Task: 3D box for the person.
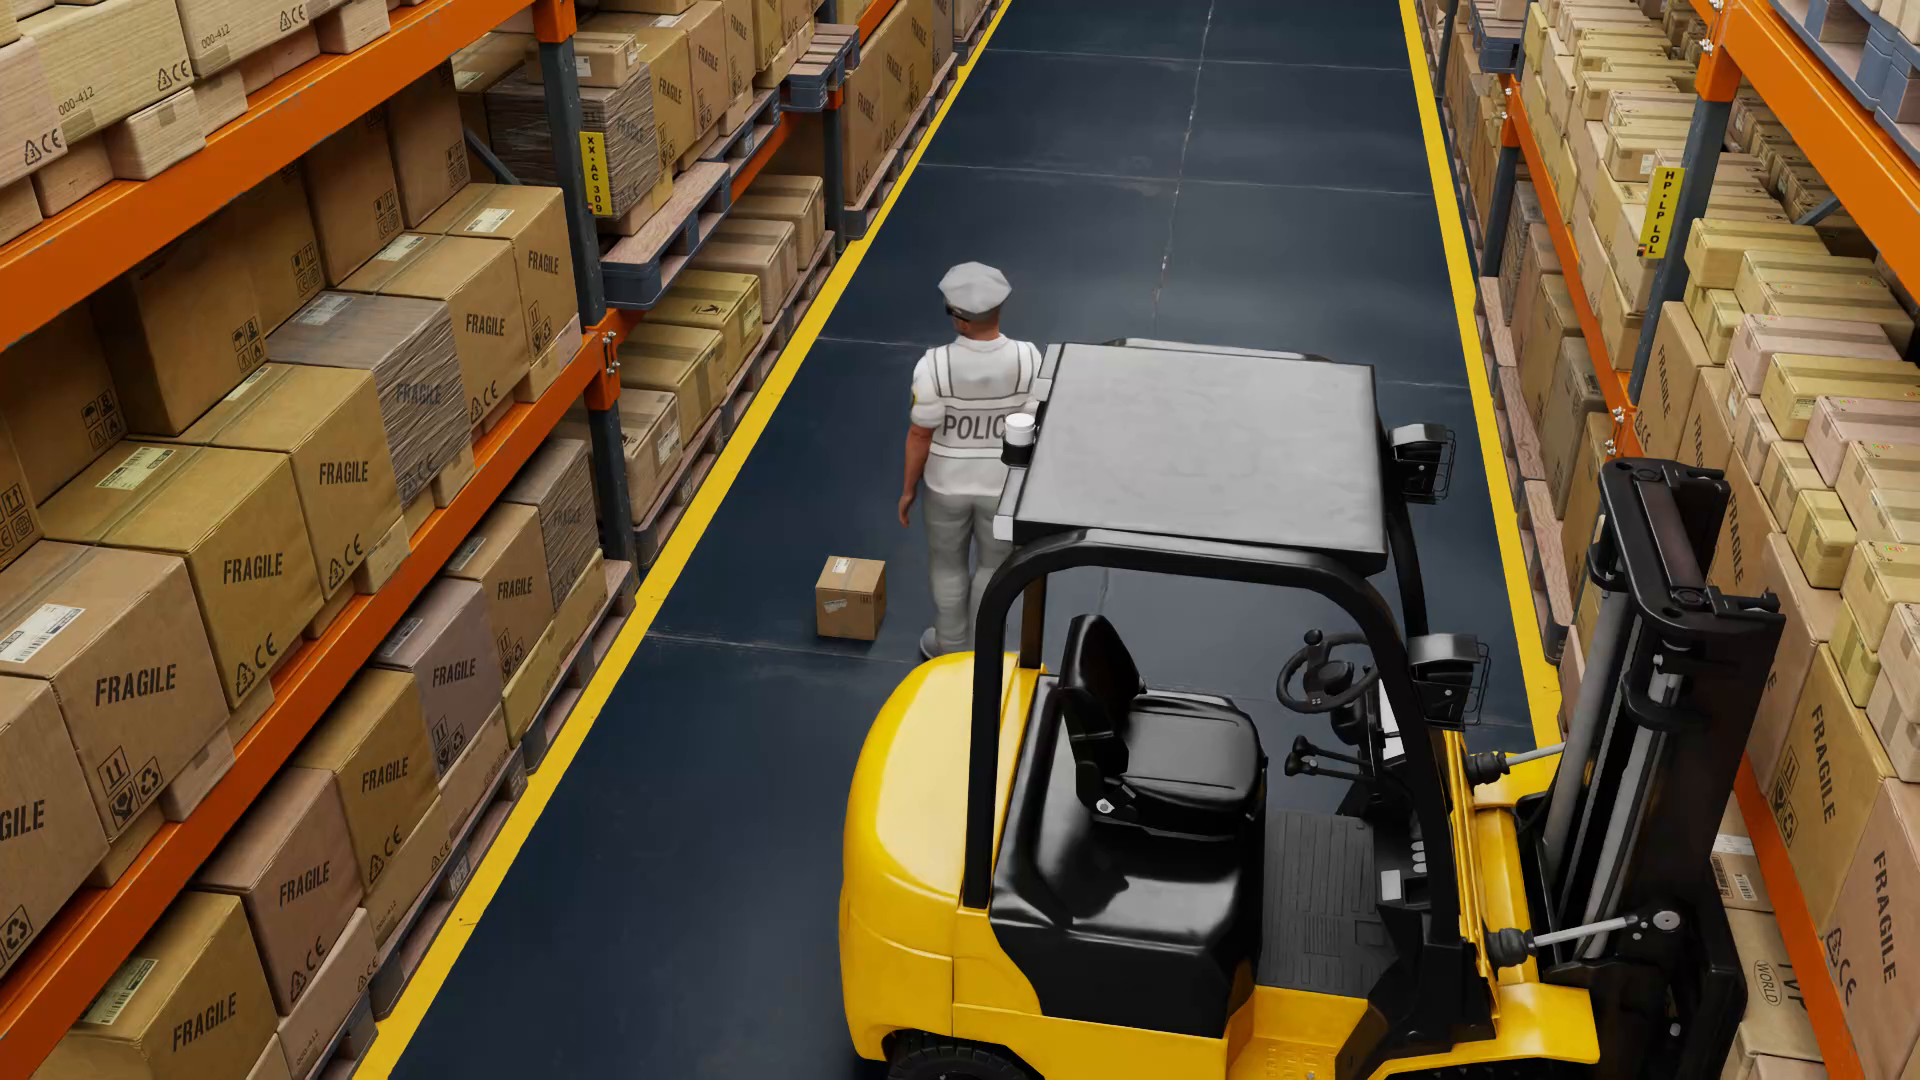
[{"bbox_3d":[0.062,-0.242,6.481,0.611,1.762,0.396,-1,32,-2],"label":"person"}]
